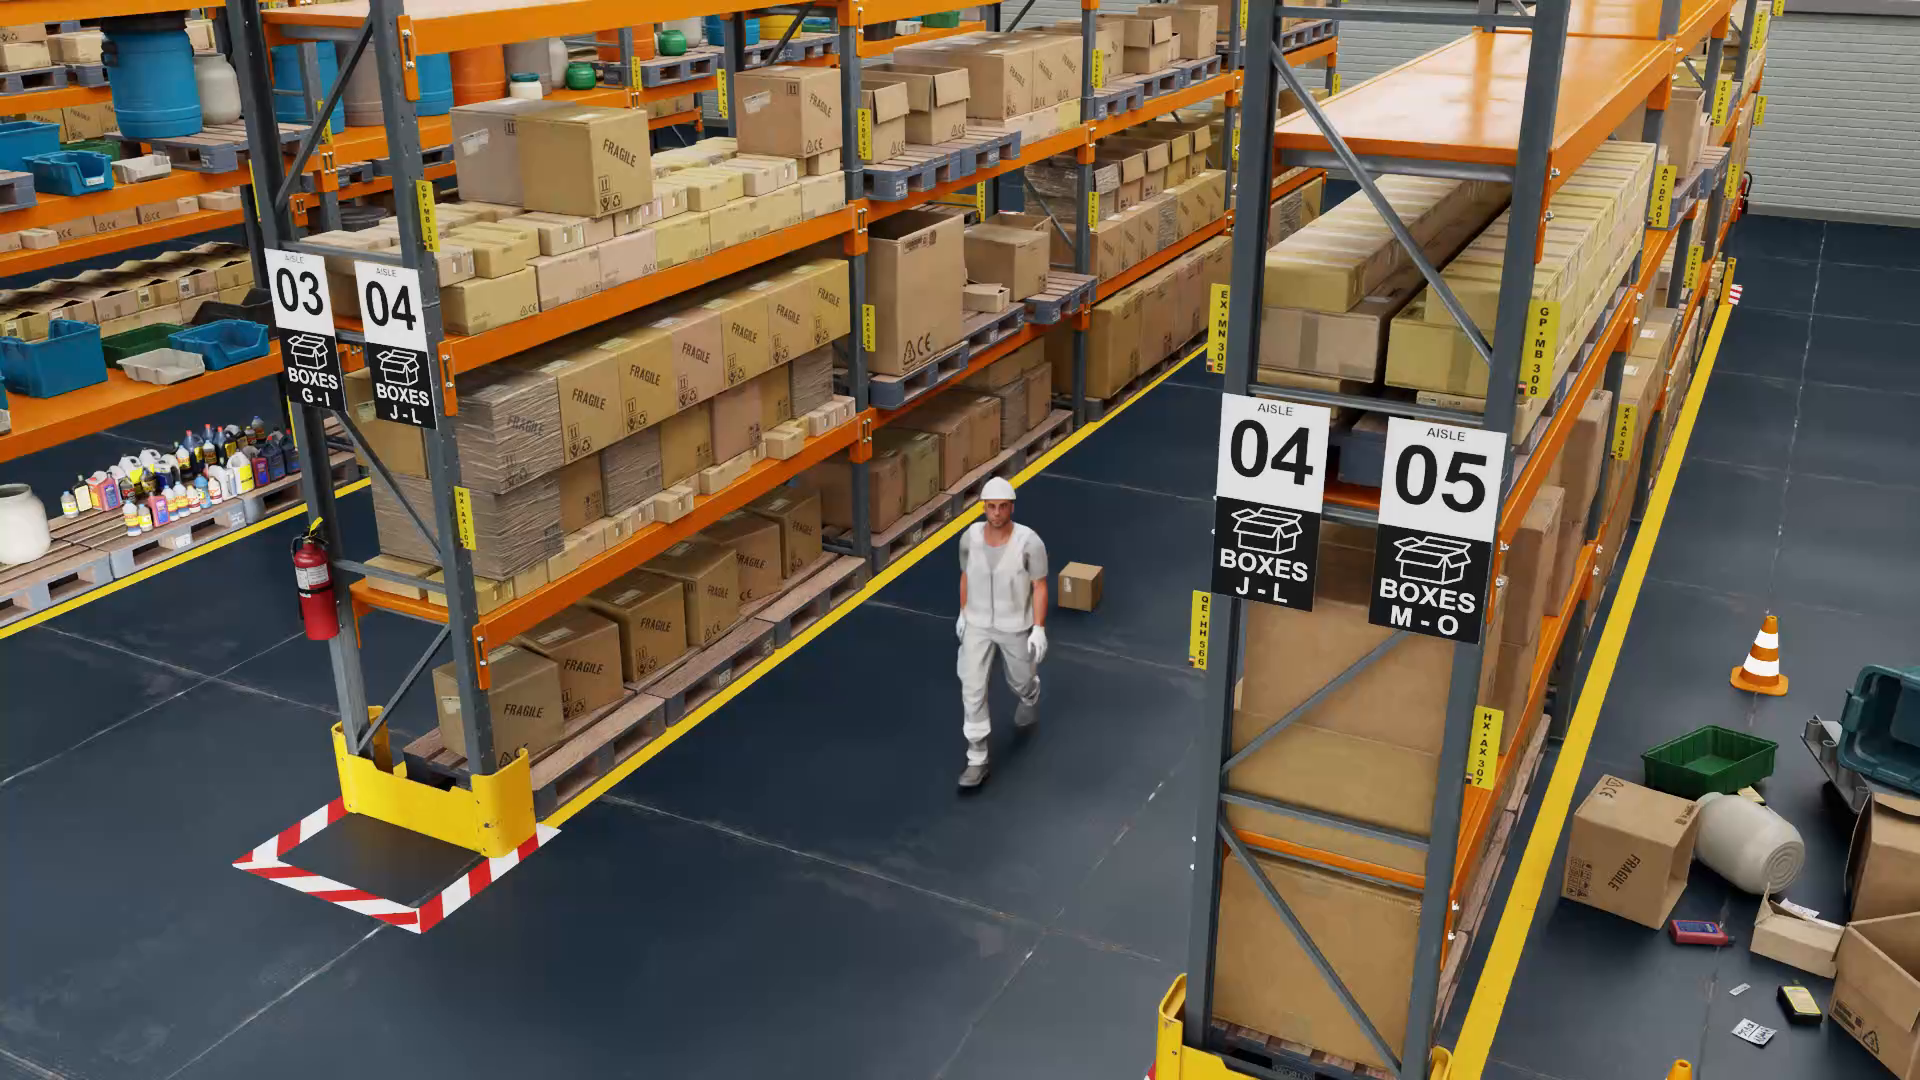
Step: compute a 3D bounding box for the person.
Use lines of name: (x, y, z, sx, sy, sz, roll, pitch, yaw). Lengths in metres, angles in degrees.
person: (0.240, 0.474, 9.586, 0.582, 1.746, 1.002, 5, 23, 12)
